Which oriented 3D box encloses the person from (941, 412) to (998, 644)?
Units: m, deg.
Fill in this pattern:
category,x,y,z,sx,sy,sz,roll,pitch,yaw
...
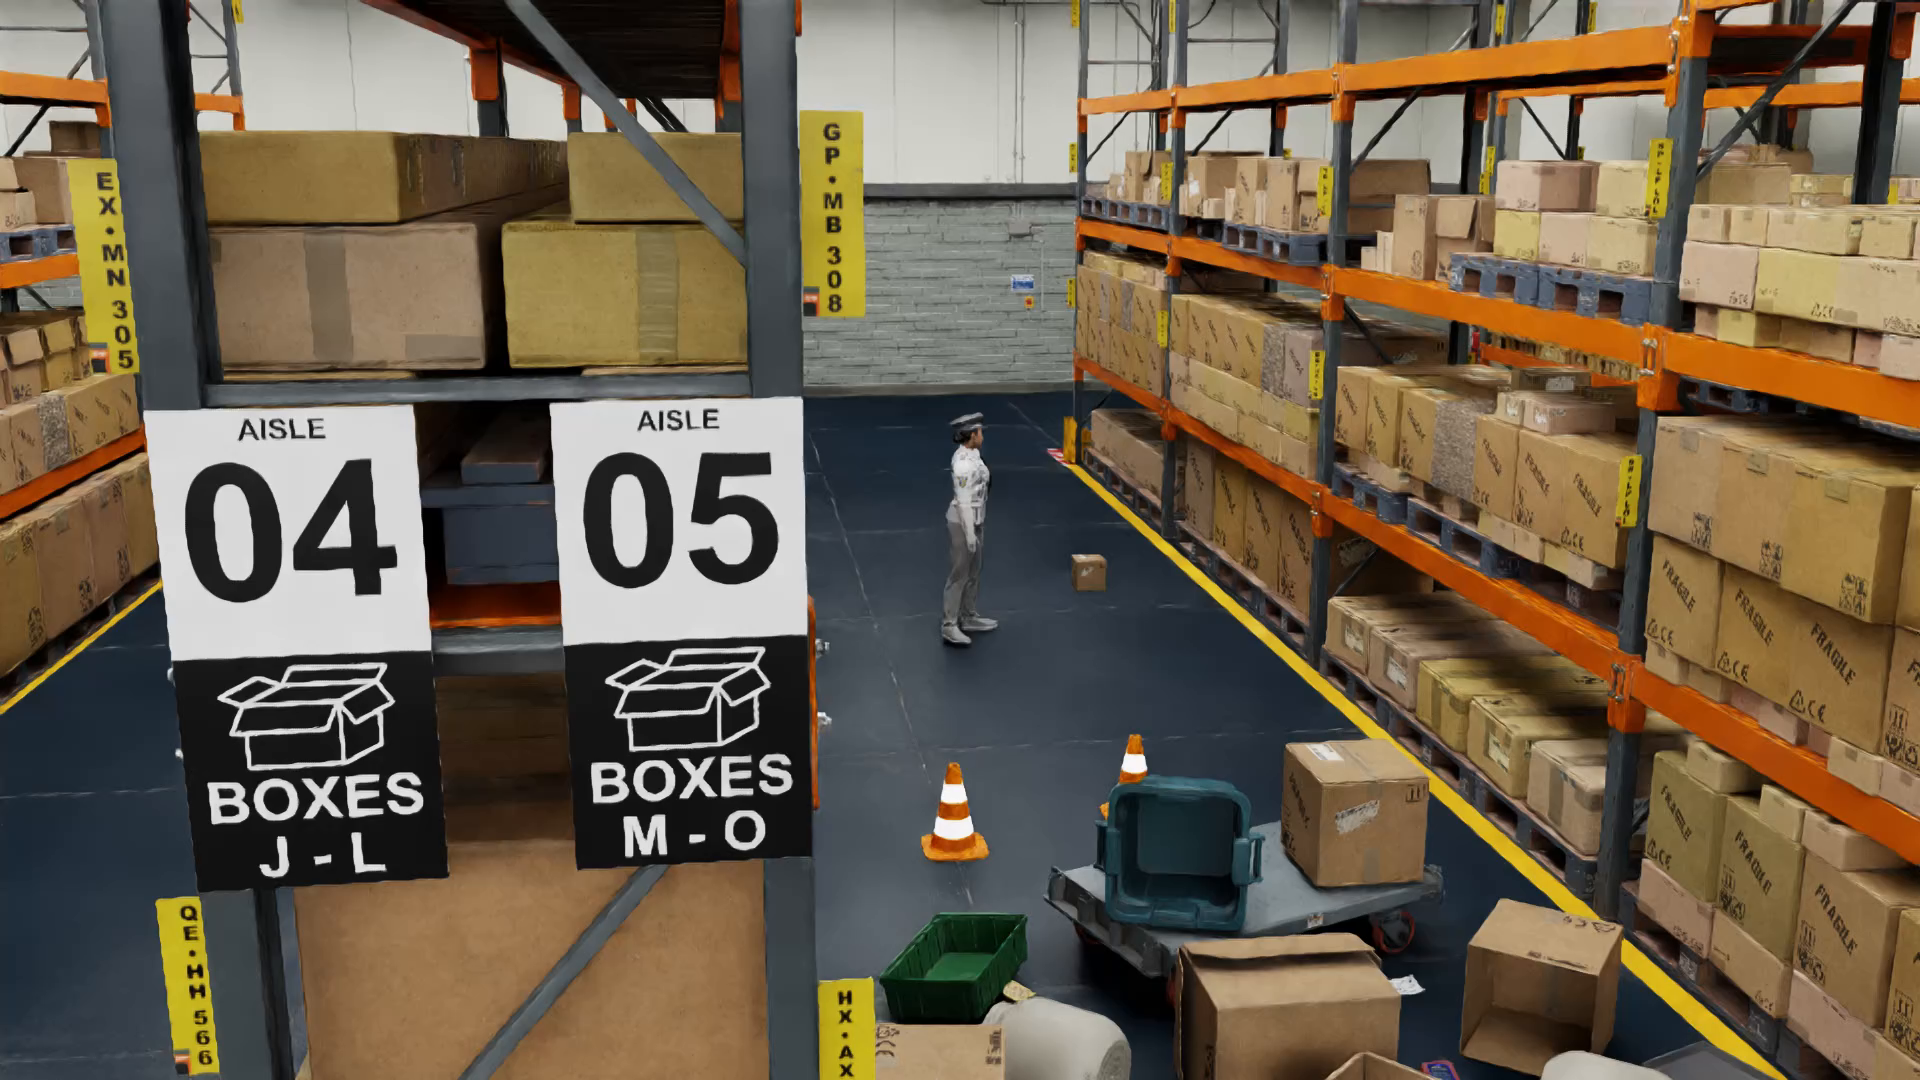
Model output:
category,x,y,z,sx,sy,sz,roll,pitch,yaw
person,0.066,-0.105,12.296,0.394,1.678,0.553,2,13,8
